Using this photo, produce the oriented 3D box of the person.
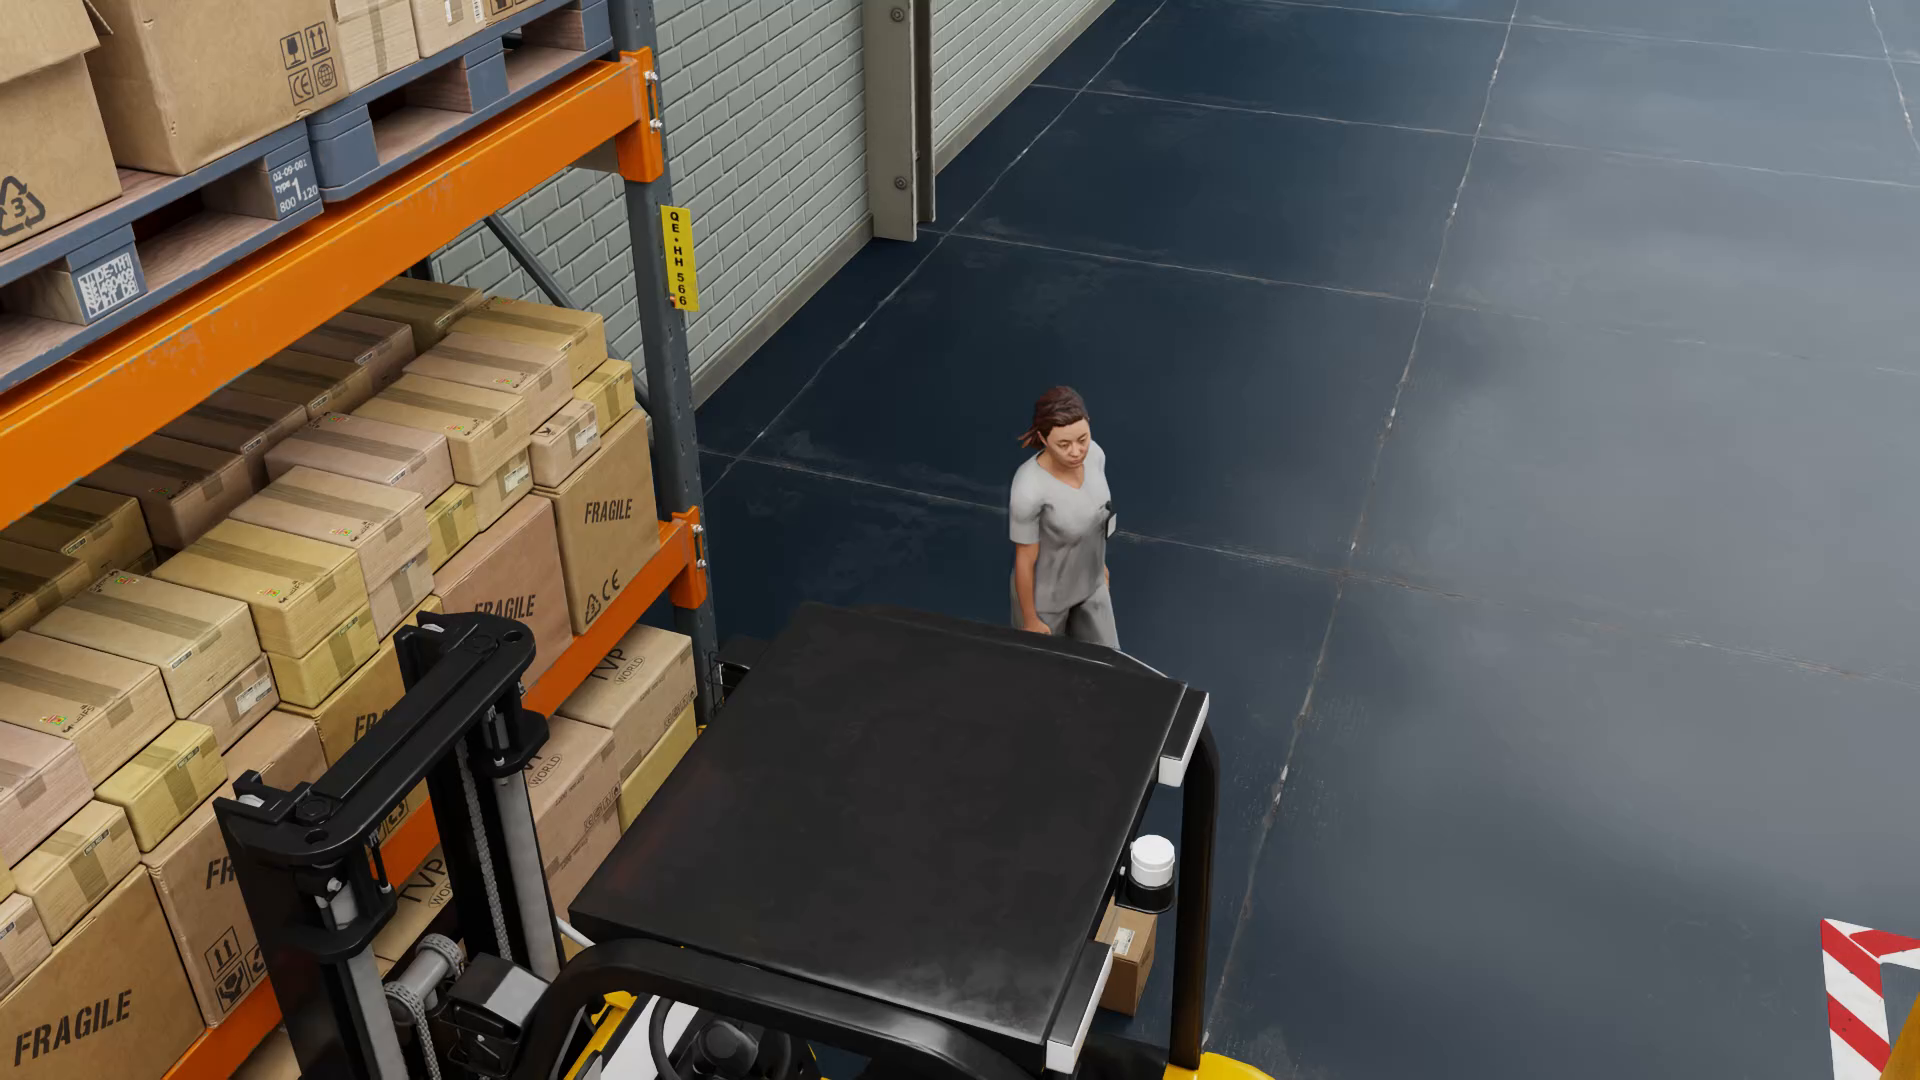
[{"bbox_3d":[0.385,0.187,5.865,0.557,1.699,0.530,-26,41,-33],"label":"person"}]
